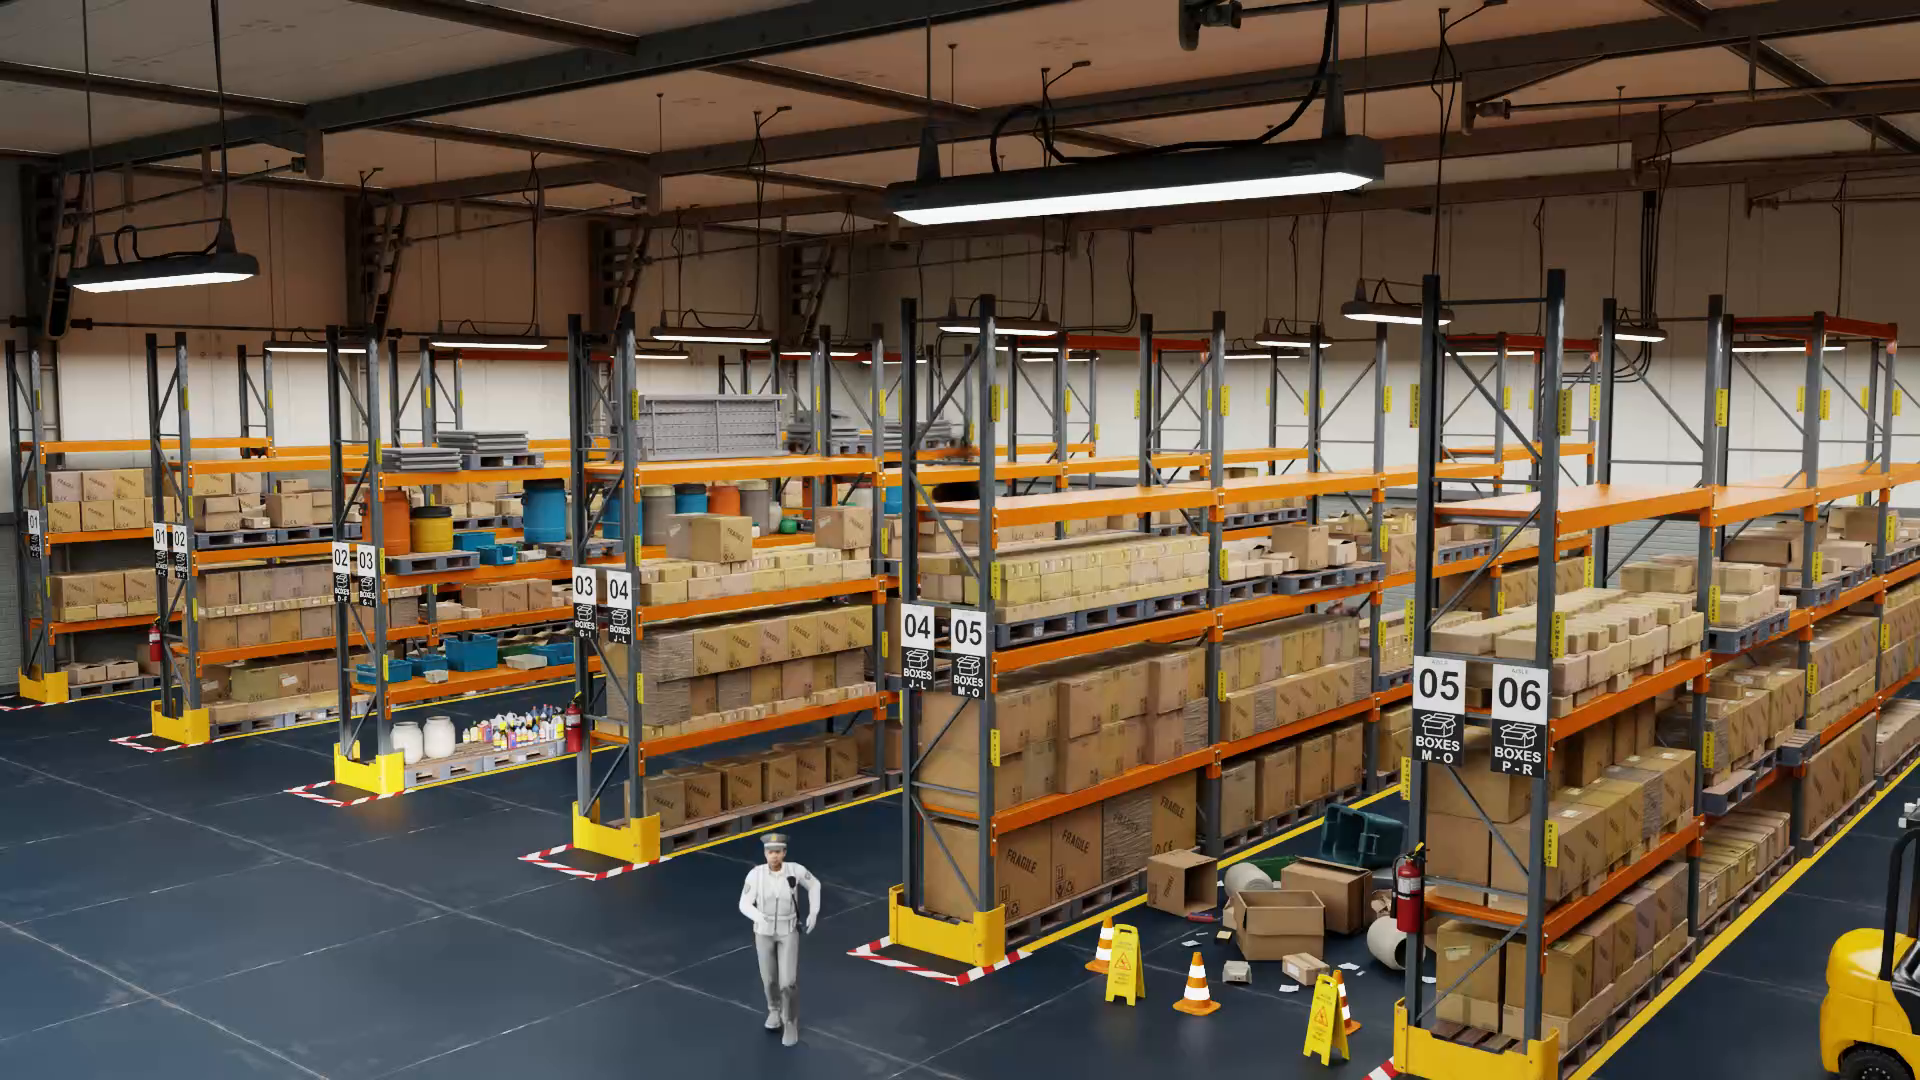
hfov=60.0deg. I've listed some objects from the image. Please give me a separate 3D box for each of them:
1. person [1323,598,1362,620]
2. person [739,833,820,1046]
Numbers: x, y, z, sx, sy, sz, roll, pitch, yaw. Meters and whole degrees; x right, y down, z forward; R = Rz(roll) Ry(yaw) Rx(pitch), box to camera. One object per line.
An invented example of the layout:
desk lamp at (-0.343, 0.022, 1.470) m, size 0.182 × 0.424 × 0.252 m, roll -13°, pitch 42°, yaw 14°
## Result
person at (6.525, 1.742, 28.542) m, size 0.739 × 1.733 × 0.609 m, roll 4°, pitch 6°, yaw 35°
person at (-1.432, 3.161, 13.185) m, size 0.620 × 1.750 × 0.703 m, roll 0°, pitch 5°, yaw -1°
